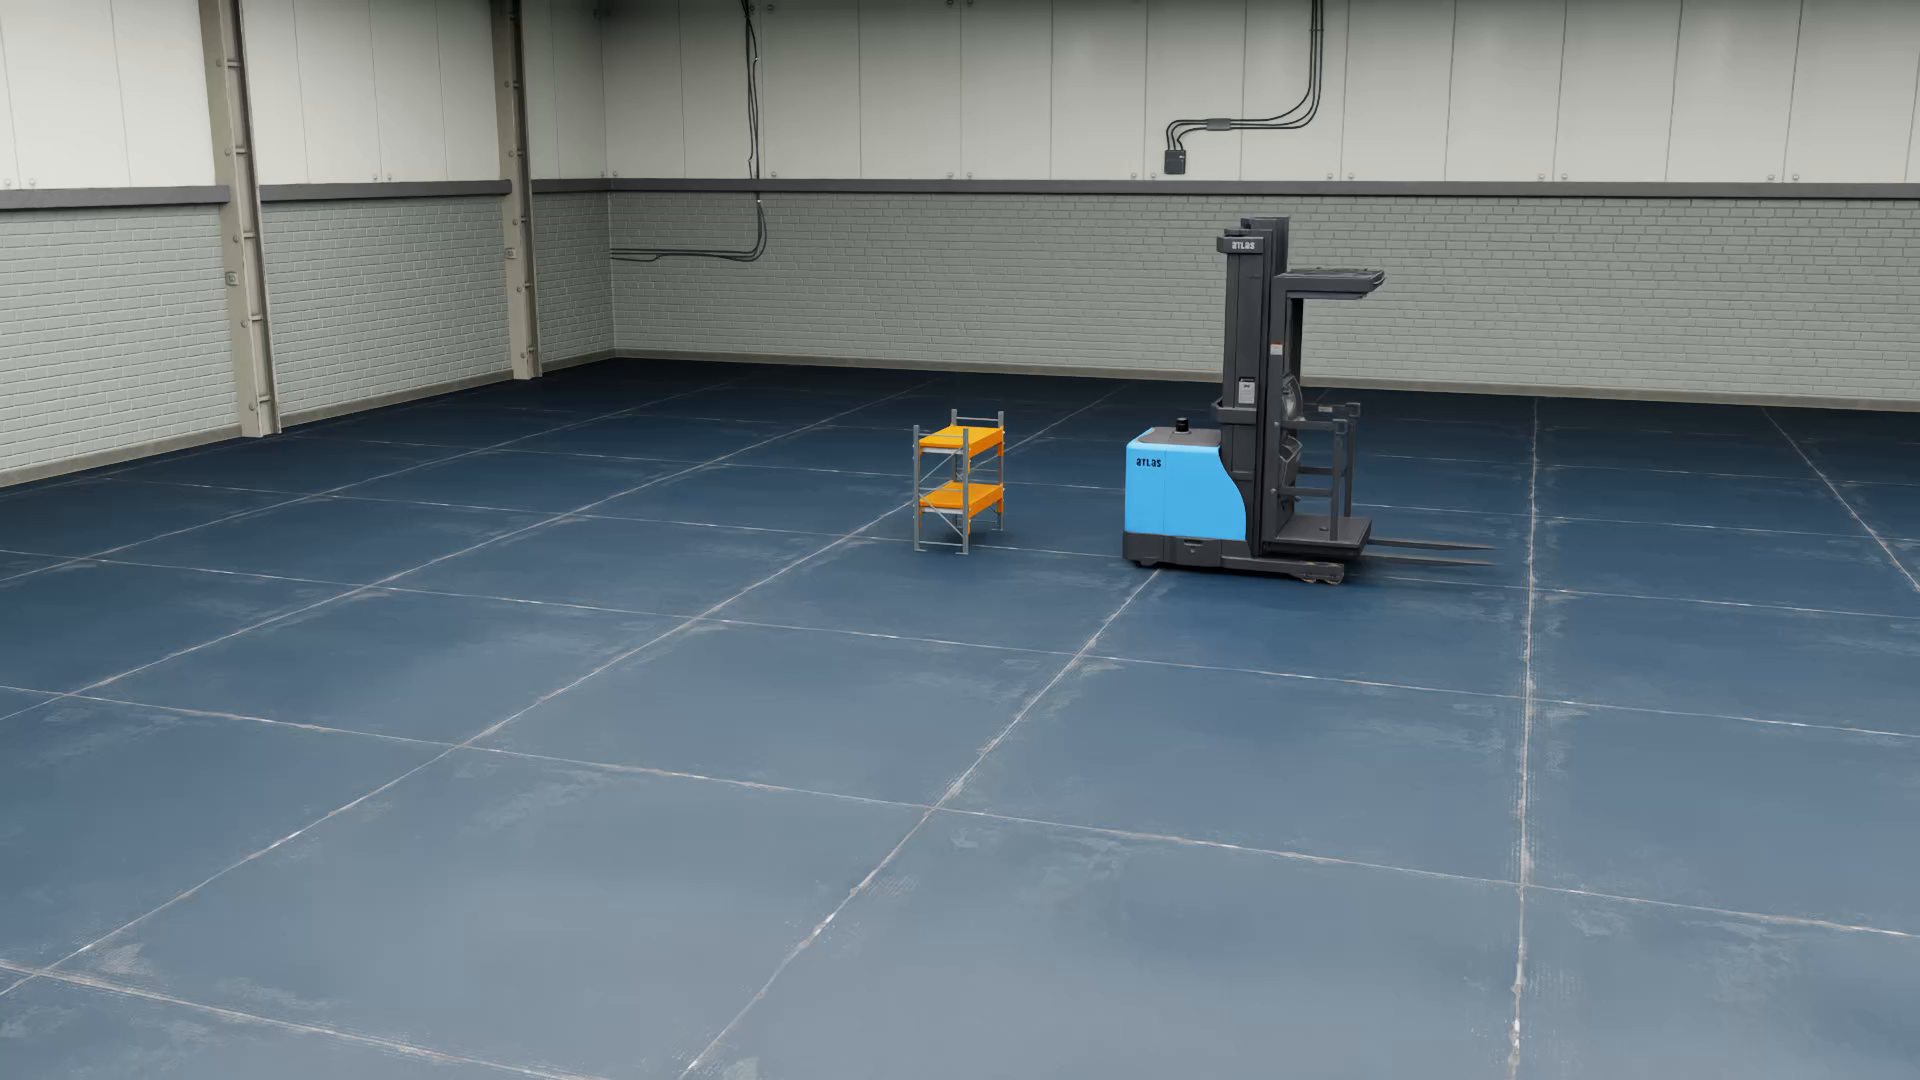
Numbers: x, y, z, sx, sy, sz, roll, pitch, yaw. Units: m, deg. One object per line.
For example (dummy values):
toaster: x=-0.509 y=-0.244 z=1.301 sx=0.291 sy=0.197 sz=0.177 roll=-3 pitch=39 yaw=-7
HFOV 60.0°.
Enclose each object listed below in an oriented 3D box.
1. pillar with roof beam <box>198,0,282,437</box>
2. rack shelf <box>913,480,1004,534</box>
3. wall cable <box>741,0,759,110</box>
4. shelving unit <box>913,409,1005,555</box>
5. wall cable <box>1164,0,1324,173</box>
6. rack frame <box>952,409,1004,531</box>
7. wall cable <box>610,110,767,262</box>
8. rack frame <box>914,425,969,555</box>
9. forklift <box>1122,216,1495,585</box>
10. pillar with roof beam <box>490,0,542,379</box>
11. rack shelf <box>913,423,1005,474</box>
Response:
pillar with roof beam: x=-4.806 y=-5.418 z=18.766 sx=9.100 sy=9.000 sz=0.400 roll=4 pitch=14 yaw=18
rack shelf: x=-0.002 y=-0.309 z=15.173 sx=0.538 sy=0.278 sz=1.000 roll=4 pitch=14 yaw=18
wall cable: x=-2.174 y=-8.270 z=26.890 sx=3.097 sy=2.526 sz=0.112 roll=4 pitch=14 yaw=18
shelving unit: x=-0.002 y=-0.547 z=15.119 sx=0.538 sy=1.125 sz=1.048 roll=4 pitch=14 yaw=18
wall cable: x=4.244 y=-8.488 z=24.572 sx=2.305 sy=6.003 sz=0.169 roll=4 pitch=14 yaw=18
rack frame: x=0.162 y=-0.654 z=15.588 sx=0.500 sy=1.125 sz=0.032 roll=4 pitch=14 yaw=18
wall cable: x=-4.733 y=-6.003 z=28.305 sx=3.097 sy=2.526 sz=0.112 roll=4 pitch=14 yaw=18
rack frame: x=-0.167 y=-0.440 z=14.650 sx=0.500 sy=1.125 sz=0.032 roll=4 pitch=14 yaw=18
forklift: x=2.968 y=-1.196 z=13.904 sx=3.031 sy=2.935 sz=1.130 roll=4 pitch=14 yaw=19
pillar with roof beam: x=-2.864 y=-6.682 z=24.301 sx=9.100 sy=9.000 sz=0.400 roll=4 pitch=14 yaw=18
rack shelf: x=-0.002 y=-0.832 z=15.053 sx=0.538 sy=0.278 sz=1.000 roll=4 pitch=14 yaw=18
